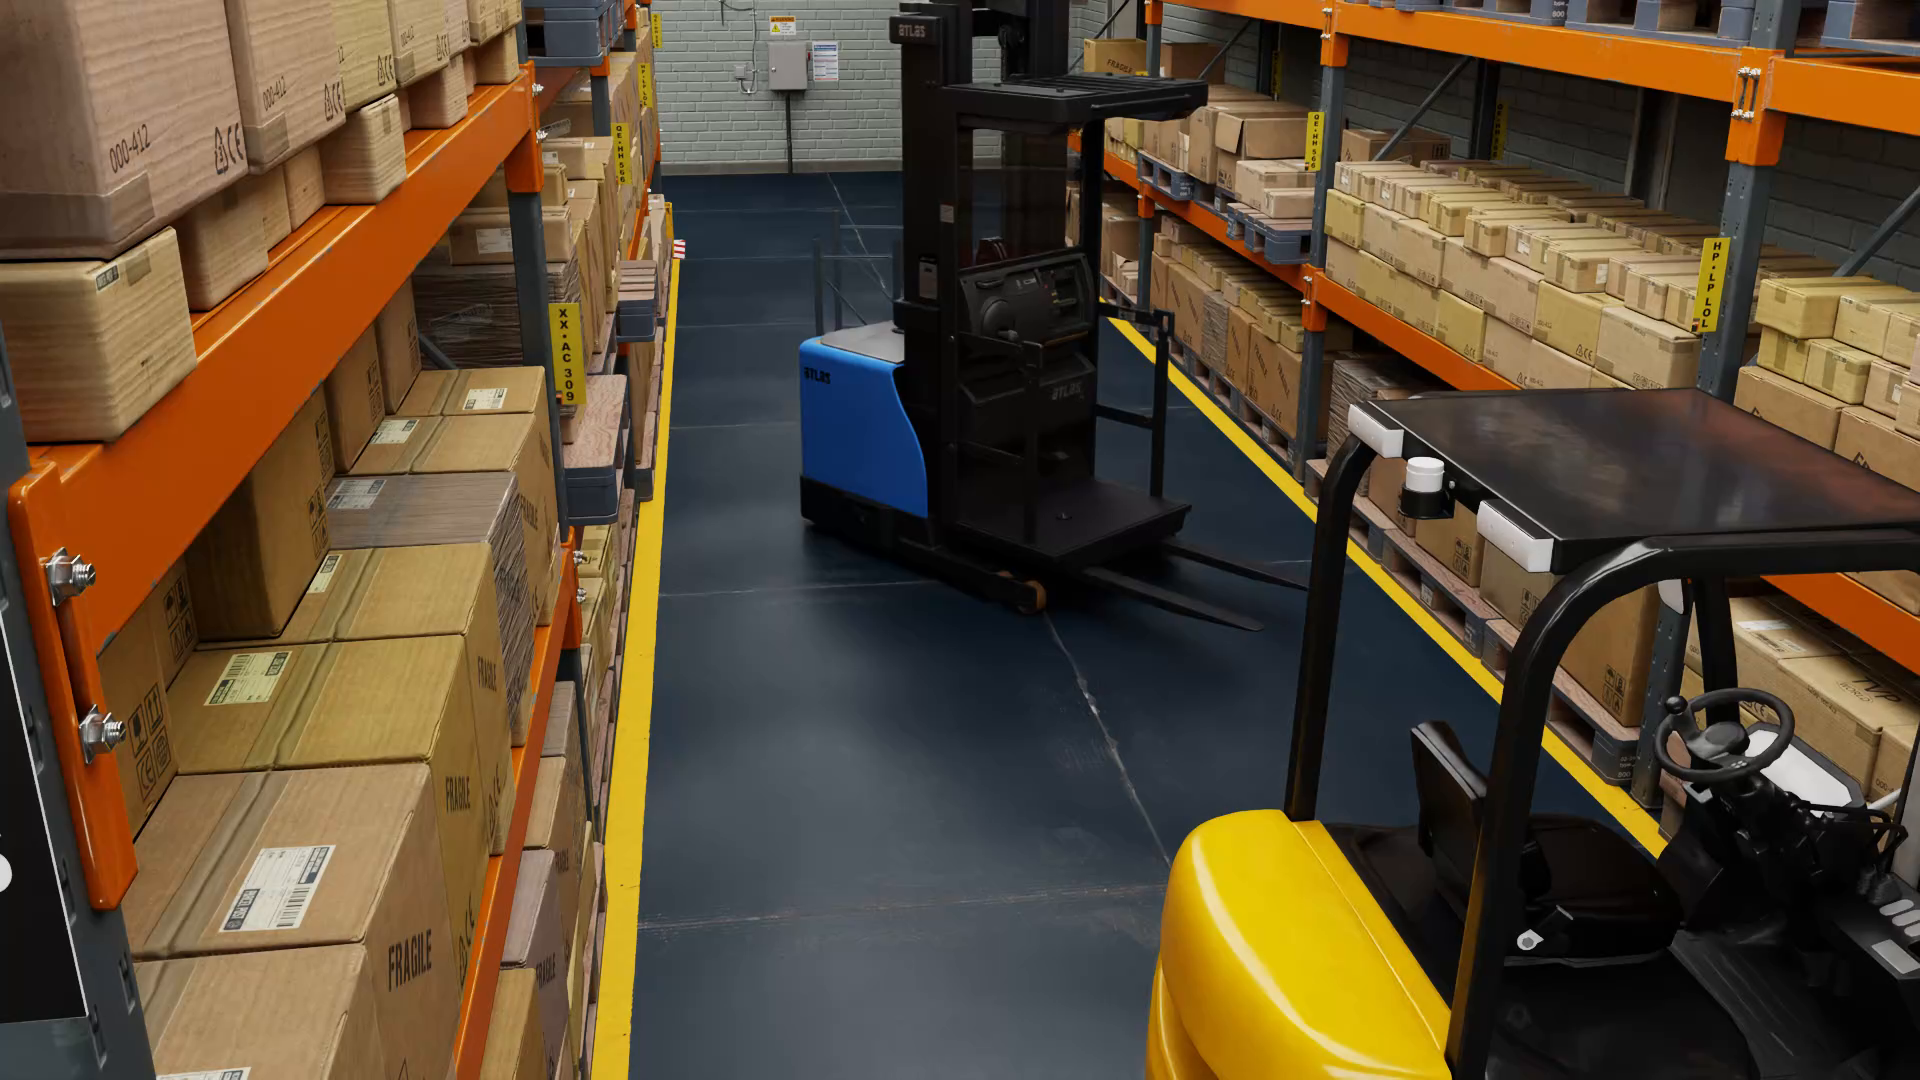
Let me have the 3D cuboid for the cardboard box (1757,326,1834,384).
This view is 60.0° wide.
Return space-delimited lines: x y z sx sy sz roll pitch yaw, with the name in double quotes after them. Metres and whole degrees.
2.915 -0.632 5.551 0.380 0.149 0.250 -3 21 -9 "cardboard box"

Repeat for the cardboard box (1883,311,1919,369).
3.054 -0.596 5.029 0.380 0.149 0.250 -3 21 -9 "cardboard box"

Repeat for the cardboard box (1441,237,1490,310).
2.602 -1.256 7.793 0.500 0.250 0.500 -3 21 -7 "cardboard box"

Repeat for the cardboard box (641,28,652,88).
-3.034 -4.317 14.916 0.500 0.500 0.500 -3 21 -8 "cardboard box"

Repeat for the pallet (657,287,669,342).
-2.967 -1.884 13.958 1.003 0.211 1.213 -3 21 -8 "pallet"

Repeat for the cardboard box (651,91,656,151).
-2.952 -3.671 14.614 0.500 0.500 0.500 -2 21 -6 "cardboard box"

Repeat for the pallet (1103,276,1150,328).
1.878 -2.106 14.553 1.003 0.211 1.213 -3 21 -8 "pallet"

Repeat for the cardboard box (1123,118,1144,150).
1.661 -3.408 13.842 0.500 0.250 0.500 -2 21 -6 "cardboard box"

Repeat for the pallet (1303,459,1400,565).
2.633 -0.196 9.440 1.003 0.211 1.213 -3 21 -8 "pallet"

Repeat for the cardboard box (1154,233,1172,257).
1.765 -2.367 13.311 0.380 0.149 0.250 -2 21 -5 "cardboard box"

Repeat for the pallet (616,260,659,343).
-2.150 -1.207 8.434 1.213 0.211 1.003 -3 21 -8 "pallet"

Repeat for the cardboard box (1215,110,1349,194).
2.134 -2.591 11.117 0.797 0.503 0.637 -3 21 -9 "cardboard box"

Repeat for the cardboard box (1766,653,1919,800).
2.952 0.579 5.279 0.500 0.250 0.500 -3 21 -8 "cardboard box"

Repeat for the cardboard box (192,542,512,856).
-1.233 0.337 3.460 0.500 0.500 0.500 -3 21 -9 "cardboard box"

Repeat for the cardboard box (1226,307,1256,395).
2.139 -1.306 11.398 0.500 0.500 0.500 -2 21 -5 "cardboard box"

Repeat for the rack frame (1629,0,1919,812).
3.129 -0.405 6.013 1.000 3.000 0.127 -3 21 -8 "rack frame"

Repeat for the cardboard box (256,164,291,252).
-1.123 -0.451 2.209 0.380 0.149 0.250 -3 21 -8 "cardboard box"

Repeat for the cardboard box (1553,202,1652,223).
3.040 -1.507 7.895 0.380 0.149 0.250 -2 21 -6 "cardboard box"

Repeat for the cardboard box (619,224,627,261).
-2.180 -1.650 9.561 0.500 0.250 0.500 -3 21 -9 "cardboard box"

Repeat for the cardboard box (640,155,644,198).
-2.621 -2.710 12.399 0.500 0.250 0.500 -3 21 -9 "cardboard box"

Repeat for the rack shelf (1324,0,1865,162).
2.841 -2.165 7.468 1.077 0.370 4.000 -3 21 -8 "rack shelf"

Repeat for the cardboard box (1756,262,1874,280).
3.304 -0.983 6.492 0.380 0.149 0.250 -4 21 -10 "cardboard box"

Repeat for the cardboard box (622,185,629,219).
-2.261 -2.069 9.968 0.500 0.250 0.500 -2 21 -6 "cardboard box"

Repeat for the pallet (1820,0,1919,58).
3.278 -1.474 4.716 1.003 0.211 1.213 -3 21 -8 "pallet"

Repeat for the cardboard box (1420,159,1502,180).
2.800 -2.038 9.315 0.380 0.149 0.250 -2 21 -6 "cardboard box"

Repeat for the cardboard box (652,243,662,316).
-2.919 -2.142 13.726 0.875 0.438 0.875 -3 21 -9 "cardboard box"

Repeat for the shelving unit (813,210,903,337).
-0.574 -1.199 10.282 0.538 1.500 1.048 1 20 2 "shelving unit"

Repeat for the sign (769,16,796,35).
-2.333 -6.770 21.875 0.339 0.242 0.001 -3 21 -8 "sign"

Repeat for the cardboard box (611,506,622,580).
-2.173 -0.052 8.225 0.950 0.372 0.625 -3 21 -9 "cardboard box"

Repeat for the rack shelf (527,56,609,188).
-2.070 -1.914 6.794 1.077 0.370 4.000 -3 21 -8 "rack shelf"

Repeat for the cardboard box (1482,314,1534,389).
2.679 -0.843 7.400 0.500 0.250 0.500 -3 21 -7 "cardboard box"

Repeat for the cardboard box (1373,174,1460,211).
2.409 -1.835 8.772 0.380 0.149 0.250 -2 21 -6 "cardboard box"

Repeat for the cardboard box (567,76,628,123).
-2.328 -2.587 10.285 0.500 0.500 0.500 -2 21 -6 "cardboard box"

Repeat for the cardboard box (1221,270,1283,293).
2.083 -1.826 11.862 0.380 0.149 0.250 -3 21 -8 "cardboard box"

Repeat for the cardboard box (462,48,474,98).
-1.425 -1.167 4.127 0.380 0.149 0.250 -3 21 -7 "cardboard box"

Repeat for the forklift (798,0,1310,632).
0.502 -1.210 8.267 3.031 2.935 1.130 19 28 41 "forklift"

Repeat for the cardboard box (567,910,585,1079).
-1.344 1.313 4.742 0.500 0.250 0.500 -3 21 -9 "cardboard box"

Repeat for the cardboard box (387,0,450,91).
-1.231 -0.961 3.003 0.500 0.250 0.500 -2 21 -7 "cardboard box"

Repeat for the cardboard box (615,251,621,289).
-1.888 -1.341 8.279 0.380 0.149 0.250 -3 21 -8 "cardboard box"

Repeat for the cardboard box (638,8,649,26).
-3.081 -4.841 15.391 0.380 0.149 0.250 -3 21 -8 "cardboard box"

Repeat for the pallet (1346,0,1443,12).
2.739 -2.876 8.612 1.213 0.211 1.003 -2 21 -5 "pallet"

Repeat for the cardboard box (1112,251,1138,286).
1.554 -2.392 14.641 0.396 0.266 0.258 -2 21 -6 "cardboard box"

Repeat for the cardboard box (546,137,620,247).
-2.018 -1.778 8.520 0.500 0.500 0.500 -4 21 -9 "cardboard box"

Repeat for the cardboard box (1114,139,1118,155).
1.549 -3.425 14.457 0.380 0.149 0.250 -2 21 -6 "cardboard box"

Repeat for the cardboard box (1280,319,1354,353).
2.231 -1.277 10.395 0.380 0.149 0.250 -4 21 -10 "cardboard box"

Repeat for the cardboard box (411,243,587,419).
-1.566 -0.713 5.669 0.500 0.500 0.500 -2 21 -6 "cardboard box"

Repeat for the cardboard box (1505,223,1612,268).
2.647 -1.303 7.349 0.380 0.149 0.250 -3 21 -7 "cardboard box"

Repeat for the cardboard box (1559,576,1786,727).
3.043 0.331 6.837 0.875 0.625 0.625 -2 21 -5 "cardboard box"

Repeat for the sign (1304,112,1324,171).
2.017 -2.264 9.450 0.100 0.325 0.005 -3 21 -8 "sign"

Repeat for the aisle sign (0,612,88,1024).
-0.890 0.020 1.160 0.394 0.787 0.004 -3 21 -8 "aisle sign"

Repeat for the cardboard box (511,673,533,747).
-1.284 0.412 4.185 0.380 0.149 0.250 -3 21 -9 "cardboard box"

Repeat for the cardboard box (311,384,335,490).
-1.836 -0.291 3.712 0.700 0.500 0.500 -3 21 -9 "cardboard box"

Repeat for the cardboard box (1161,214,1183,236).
1.825 -2.509 13.267 0.380 0.149 0.250 -3 21 -9 "cardboard box"

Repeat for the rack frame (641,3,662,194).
-3.512 -4.308 16.463 1.000 3.000 0.127 -3 21 -8 "rack frame"
